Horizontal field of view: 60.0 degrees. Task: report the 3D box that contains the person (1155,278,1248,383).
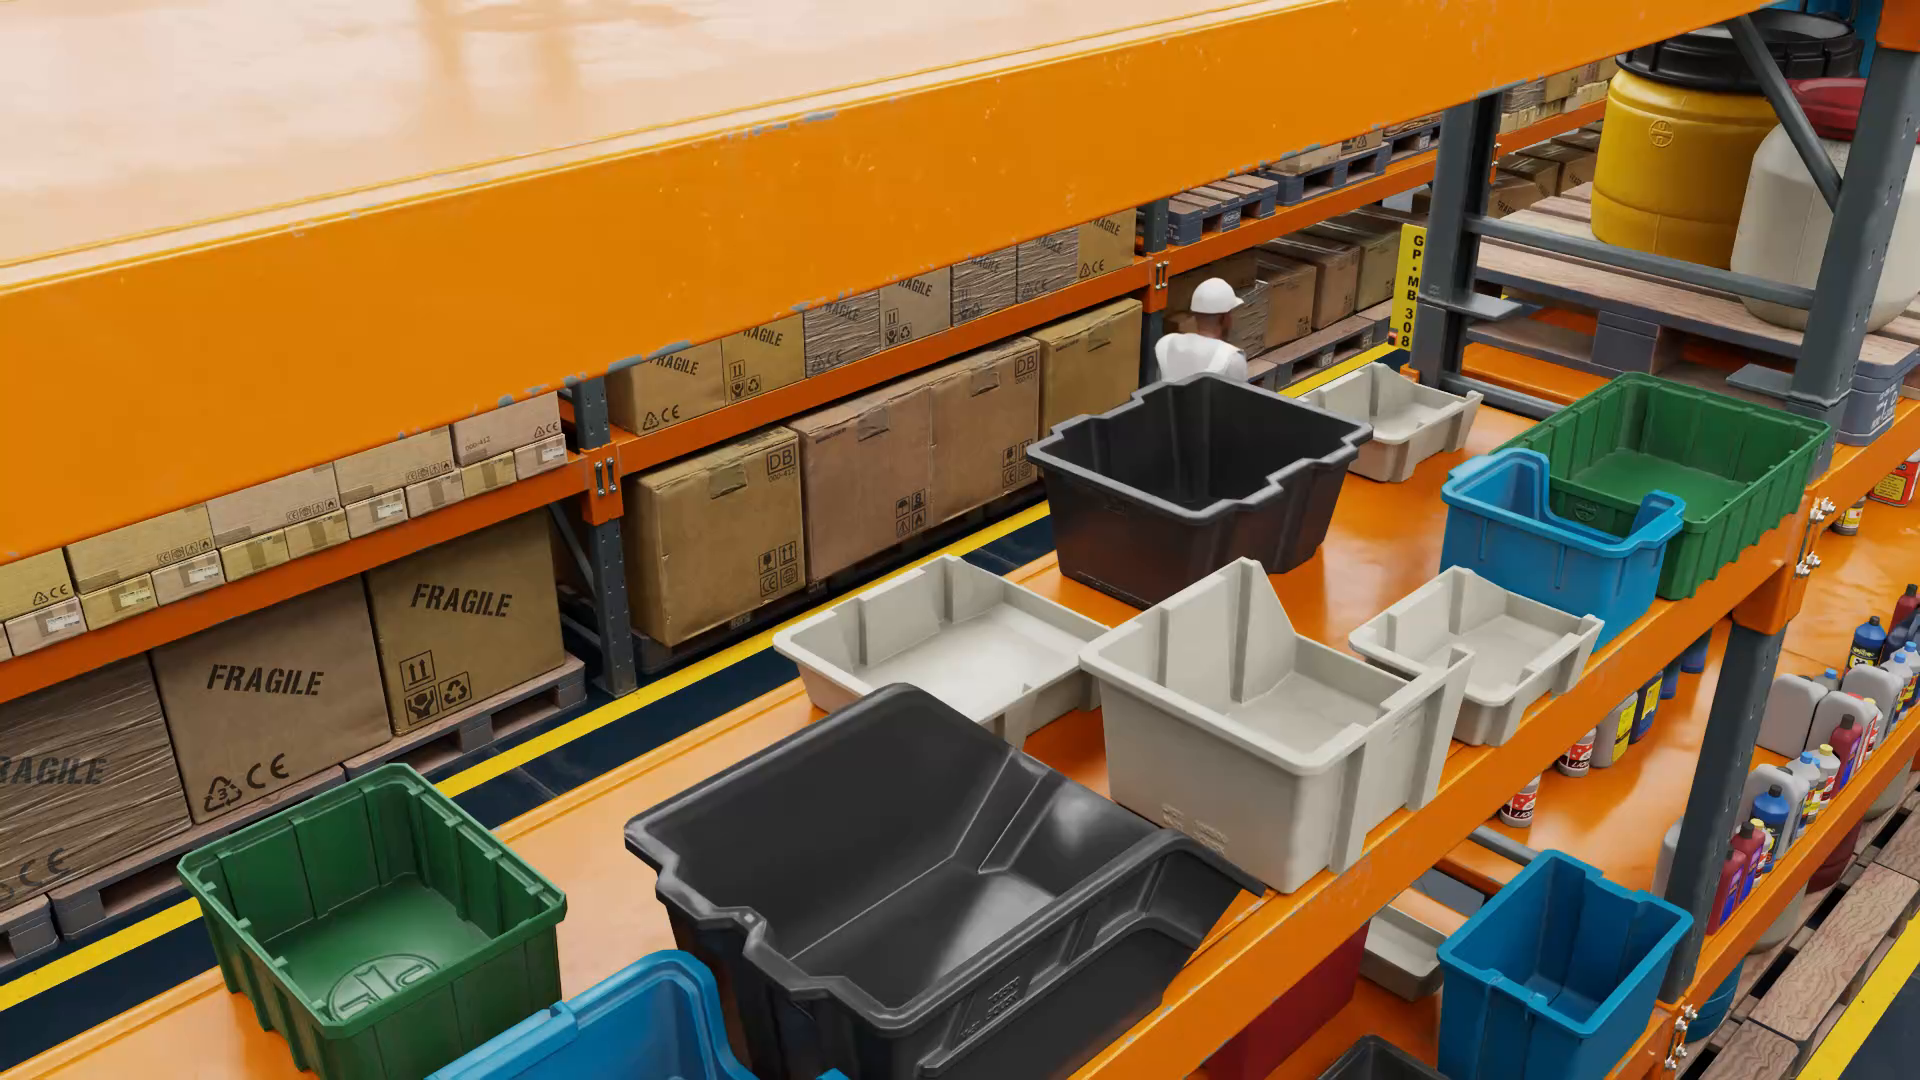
[{"bbox_3d":[1.200,-0.423,8.367,0.575,1.794,0.483,23,35,36],"label":"person"}]
